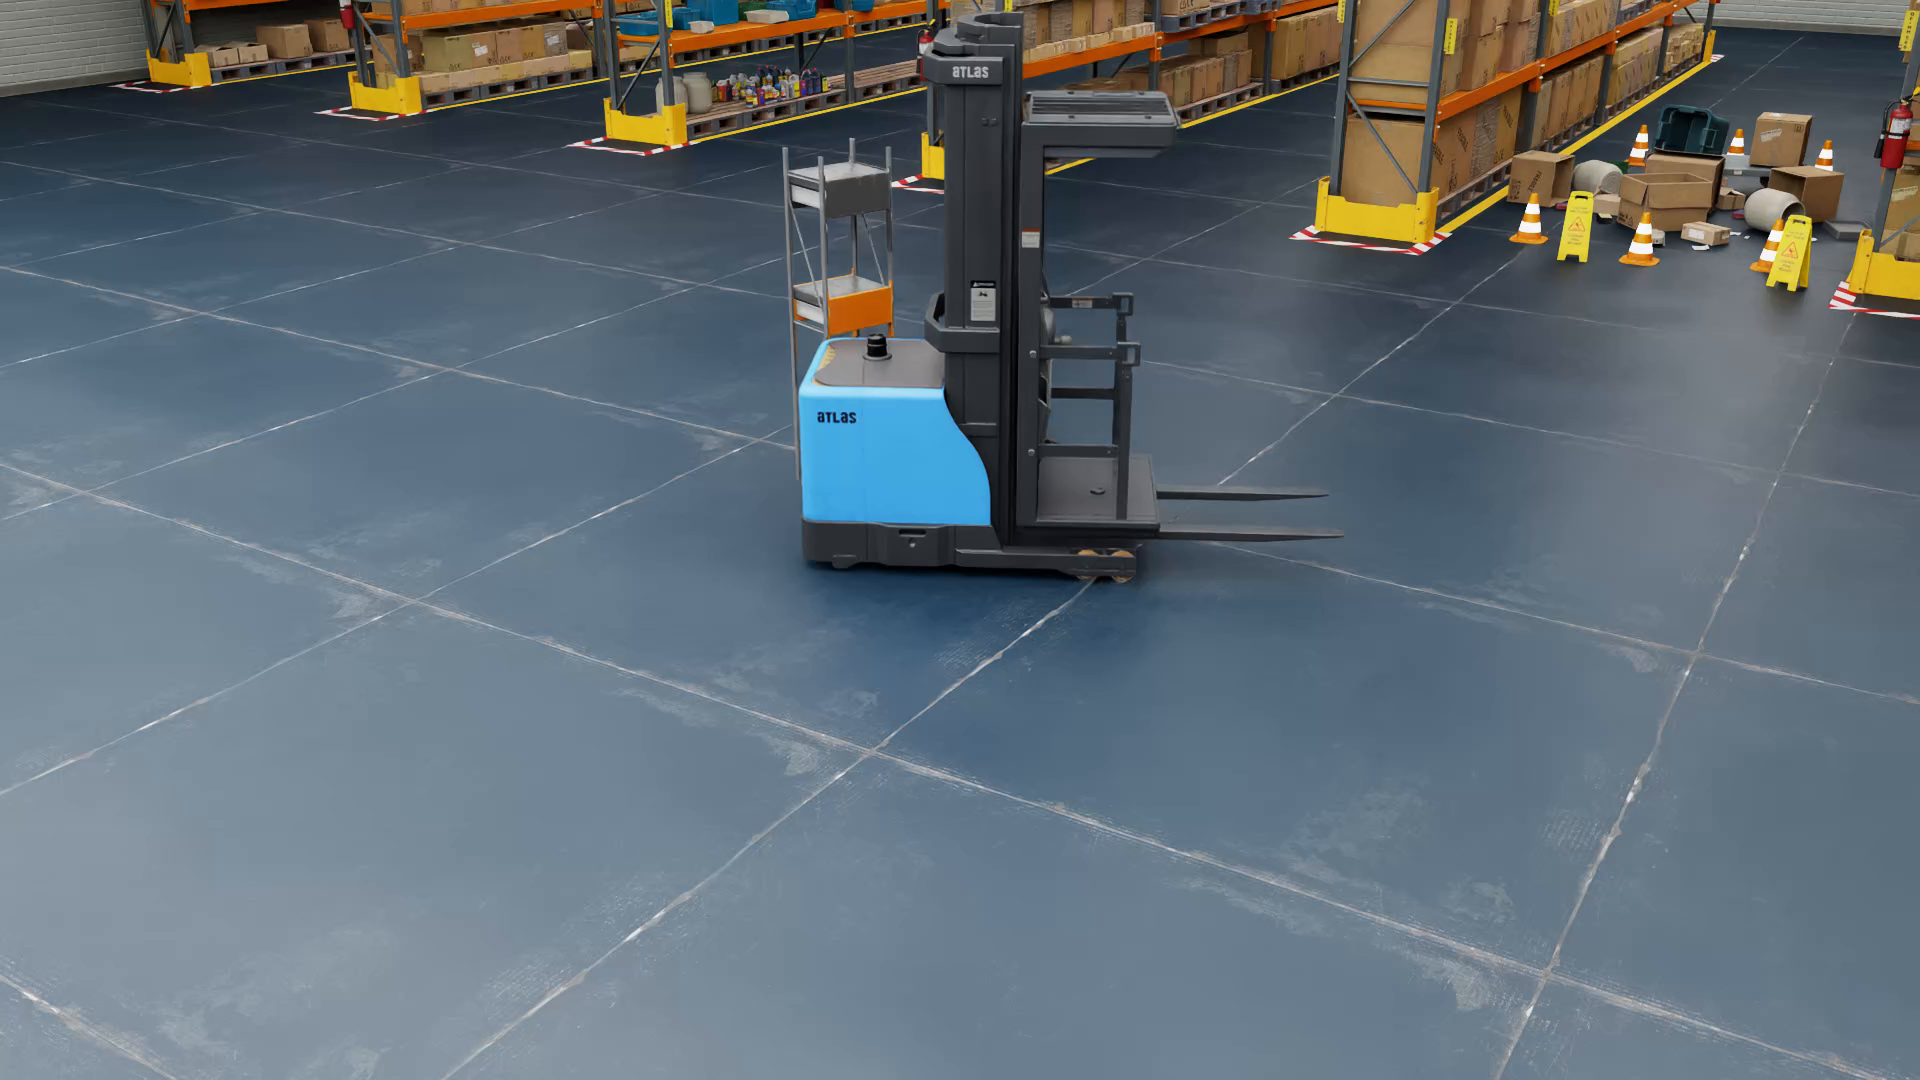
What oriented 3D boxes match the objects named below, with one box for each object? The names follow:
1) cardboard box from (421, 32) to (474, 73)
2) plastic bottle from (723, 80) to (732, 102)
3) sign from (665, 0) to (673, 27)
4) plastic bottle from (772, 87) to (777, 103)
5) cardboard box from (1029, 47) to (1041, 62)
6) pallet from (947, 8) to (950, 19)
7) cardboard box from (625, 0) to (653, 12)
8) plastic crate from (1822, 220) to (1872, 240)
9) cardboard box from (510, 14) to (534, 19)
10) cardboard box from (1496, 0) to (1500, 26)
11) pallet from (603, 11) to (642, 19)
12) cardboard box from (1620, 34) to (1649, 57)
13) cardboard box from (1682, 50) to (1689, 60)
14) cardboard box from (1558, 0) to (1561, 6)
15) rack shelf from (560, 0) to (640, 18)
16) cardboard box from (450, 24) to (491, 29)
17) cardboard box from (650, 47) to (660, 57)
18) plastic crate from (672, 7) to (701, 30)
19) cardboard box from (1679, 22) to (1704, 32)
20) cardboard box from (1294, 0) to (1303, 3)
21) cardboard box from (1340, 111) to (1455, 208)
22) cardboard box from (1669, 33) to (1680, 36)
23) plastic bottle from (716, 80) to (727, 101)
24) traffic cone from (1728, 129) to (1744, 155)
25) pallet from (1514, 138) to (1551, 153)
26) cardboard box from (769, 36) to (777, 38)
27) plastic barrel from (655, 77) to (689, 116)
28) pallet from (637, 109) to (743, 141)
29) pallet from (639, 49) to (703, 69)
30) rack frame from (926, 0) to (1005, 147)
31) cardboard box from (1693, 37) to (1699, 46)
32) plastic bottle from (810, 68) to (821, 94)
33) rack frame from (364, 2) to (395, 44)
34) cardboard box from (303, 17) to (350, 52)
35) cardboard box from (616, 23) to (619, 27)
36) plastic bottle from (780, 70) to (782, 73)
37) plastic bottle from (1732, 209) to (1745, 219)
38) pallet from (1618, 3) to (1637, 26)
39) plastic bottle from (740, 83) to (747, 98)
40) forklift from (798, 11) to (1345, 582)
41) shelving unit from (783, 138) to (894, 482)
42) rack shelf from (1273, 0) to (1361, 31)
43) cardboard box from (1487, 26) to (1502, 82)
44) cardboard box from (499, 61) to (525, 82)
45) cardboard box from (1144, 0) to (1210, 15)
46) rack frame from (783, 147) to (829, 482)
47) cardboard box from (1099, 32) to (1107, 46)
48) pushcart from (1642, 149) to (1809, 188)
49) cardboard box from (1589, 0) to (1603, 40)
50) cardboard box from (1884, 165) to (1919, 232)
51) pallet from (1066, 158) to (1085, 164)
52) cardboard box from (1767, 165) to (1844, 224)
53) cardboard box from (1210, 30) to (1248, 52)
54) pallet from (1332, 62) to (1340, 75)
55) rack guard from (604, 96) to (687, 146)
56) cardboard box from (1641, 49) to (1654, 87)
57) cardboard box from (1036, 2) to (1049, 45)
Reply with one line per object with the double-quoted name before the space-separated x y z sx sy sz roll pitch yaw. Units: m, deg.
"cardboard box" -7.607 -7.243 24.694 0.500 0.500 0.500 14 27 29
"plastic bottle" -3.292 -6.350 23.507 0.061 0.283 0.133 14 27 29
"sign" -3.670 -6.636 20.954 0.100 0.325 0.005 14 27 29
"plastic bottle" -2.628 -6.273 23.432 0.097 0.201 0.097 0 23 0
"cardboard box" 0.719 -5.680 19.411 0.380 0.149 0.250 14 27 29
"pallet" -0.361 -11.490 36.026 1.003 0.211 1.213 14 27 29
"cardboard box" -6.920 -11.411 34.510 0.750 0.750 0.750 15 27 31
"plastic crate" 9.077 -3.163 16.955 0.402 0.080 0.583 5 24 11
"cardboard box" -8.667 -10.202 32.134 0.700 0.500 0.500 14 27 30
"cardboard box" 5.254 -5.767 17.748 0.875 0.550 0.500 14 27 29
"pallet" -7.207 -10.782 34.391 1.003 0.211 1.213 14 27 29
"cardboard box" 9.836 -7.297 24.505 0.500 0.250 0.500 13 26 27
"cardboard box" 11.949 -8.125 27.802 0.380 0.149 0.250 14 27 30
"cardboard box" 6.870 -6.711 20.093 0.700 0.500 0.500 13 27 28
"rack shelf" -5.176 -9.360 28.500 1.077 0.370 4.000 14 27 29
"cardboard box" -7.531 -7.692 25.731 0.500 0.500 0.500 14 27 29
"cardboard box" -5.266 -8.377 28.258 0.500 0.250 0.500 13 27 27
"plastic crate" -3.778 -7.007 22.347 0.499 0.251 0.408 14 27 29
"cardboard box" 12.609 -8.840 28.705 0.380 0.149 0.250 14 27 30
"cardboard box" 5.051 -8.615 25.749 0.500 0.500 0.500 13 27 28
"cardboard box" 4.535 -3.974 17.300 0.875 0.875 0.875 14 27 29
"cardboard box" 11.604 -8.241 27.323 0.380 0.149 0.250 13 26 27
"plastic bottle" -3.382 -6.368 23.560 0.152 0.276 0.135 14 27 29
"traffic cone" 9.370 -4.716 20.061 0.336 0.463 0.334 14 27 29
"pallet" 6.686 -4.860 20.712 1.003 0.211 1.213 14 27 29
"cardboard box" -3.638 -9.513 30.542 0.500 0.500 0.500 15 28 31
"plastic barrel" -3.853 -5.914 22.239 0.421 0.512 0.421 0 23 0
"pallet" -3.702 -5.654 22.545 1.003 0.211 1.213 14 27 29
"pallet" -5.233 -8.405 28.900 1.003 0.211 1.213 14 27 29
"rack frame" 0.073 -5.587 18.881 1.000 3.000 0.127 14 27 29
"cardboard box" 12.365 -8.521 28.344 0.380 0.149 0.250 13 26 27
"plastic bottle" -2.120 -6.684 24.194 0.144 0.351 0.185 13 27 28
"rack frame" -10.442 -10.051 29.193 1.000 3.000 0.127 14 27 29
"cardboard box" -10.955 -8.748 28.774 0.500 0.500 0.500 12 26 25
"cardboard box" -5.533 -8.458 27.739 0.500 0.311 0.500 14 27 28
"plastic bottle" -2.713 -6.797 24.549 0.152 0.276 0.135 15 28 31
"plastic bottle" 8.328 -3.470 17.688 0.133 0.061 0.283 20 30 38
"pallet" 8.739 -7.389 23.283 1.213 0.211 1.003 14 27 29
"plastic bottle" -3.099 -6.427 23.789 0.097 0.201 0.097 0 23 0
"forklift" 0.648 -1.334 9.142 3.031 2.935 1.130 1 23 3
"shelving unit" -0.727 -1.355 10.237 0.503 2.100 0.431 -18 29 -36
"rack shelf" 5.348 -8.632 26.820 1.077 0.370 4.000 14 27 29
"cardboard box" 5.309 -5.258 17.931 0.875 0.550 0.500 14 27 29
"cardboard box" -7.077 -7.236 25.621 0.500 0.250 0.500 14 27 29
"cardboard box" 2.721 -7.644 22.348 1.000 1.000 1.000 14 27 29
"rack frame" -0.915 -1.294 10.095 0.015 2.100 0.400 -18 29 -36
"cardboard box" 1.618 -6.276 20.789 0.380 0.149 0.250 14 27 29
"pushcart" 8.639 -4.118 18.788 1.648 0.377 0.936 5 24 11
"cardboard box" 7.916 -6.715 21.359 0.500 0.500 0.500 13 27 28
"cardboard box" 8.693 -3.111 15.148 0.500 0.500 0.500 14 27 29
"pallet" 1.216 -5.010 21.058 1.003 0.211 1.213 14 27 29
"cardboard box" 8.881 -3.638 17.522 0.500 0.500 0.500 -7 24 -17
"cardboard box" 3.965 -7.454 24.841 0.500 0.250 0.500 15 28 31
"pallet" 6.060 -8.082 28.152 1.003 0.211 1.213 14 27 29
"rack guard" -4.135 -5.514 21.857 1.175 0.500 0.348 14 27 29
"cardboard box" 10.116 -7.134 25.071 0.500 0.500 0.500 13 27 28
"cardboard box" 0.548 -6.144 19.665 0.875 0.500 0.500 14 27 29
